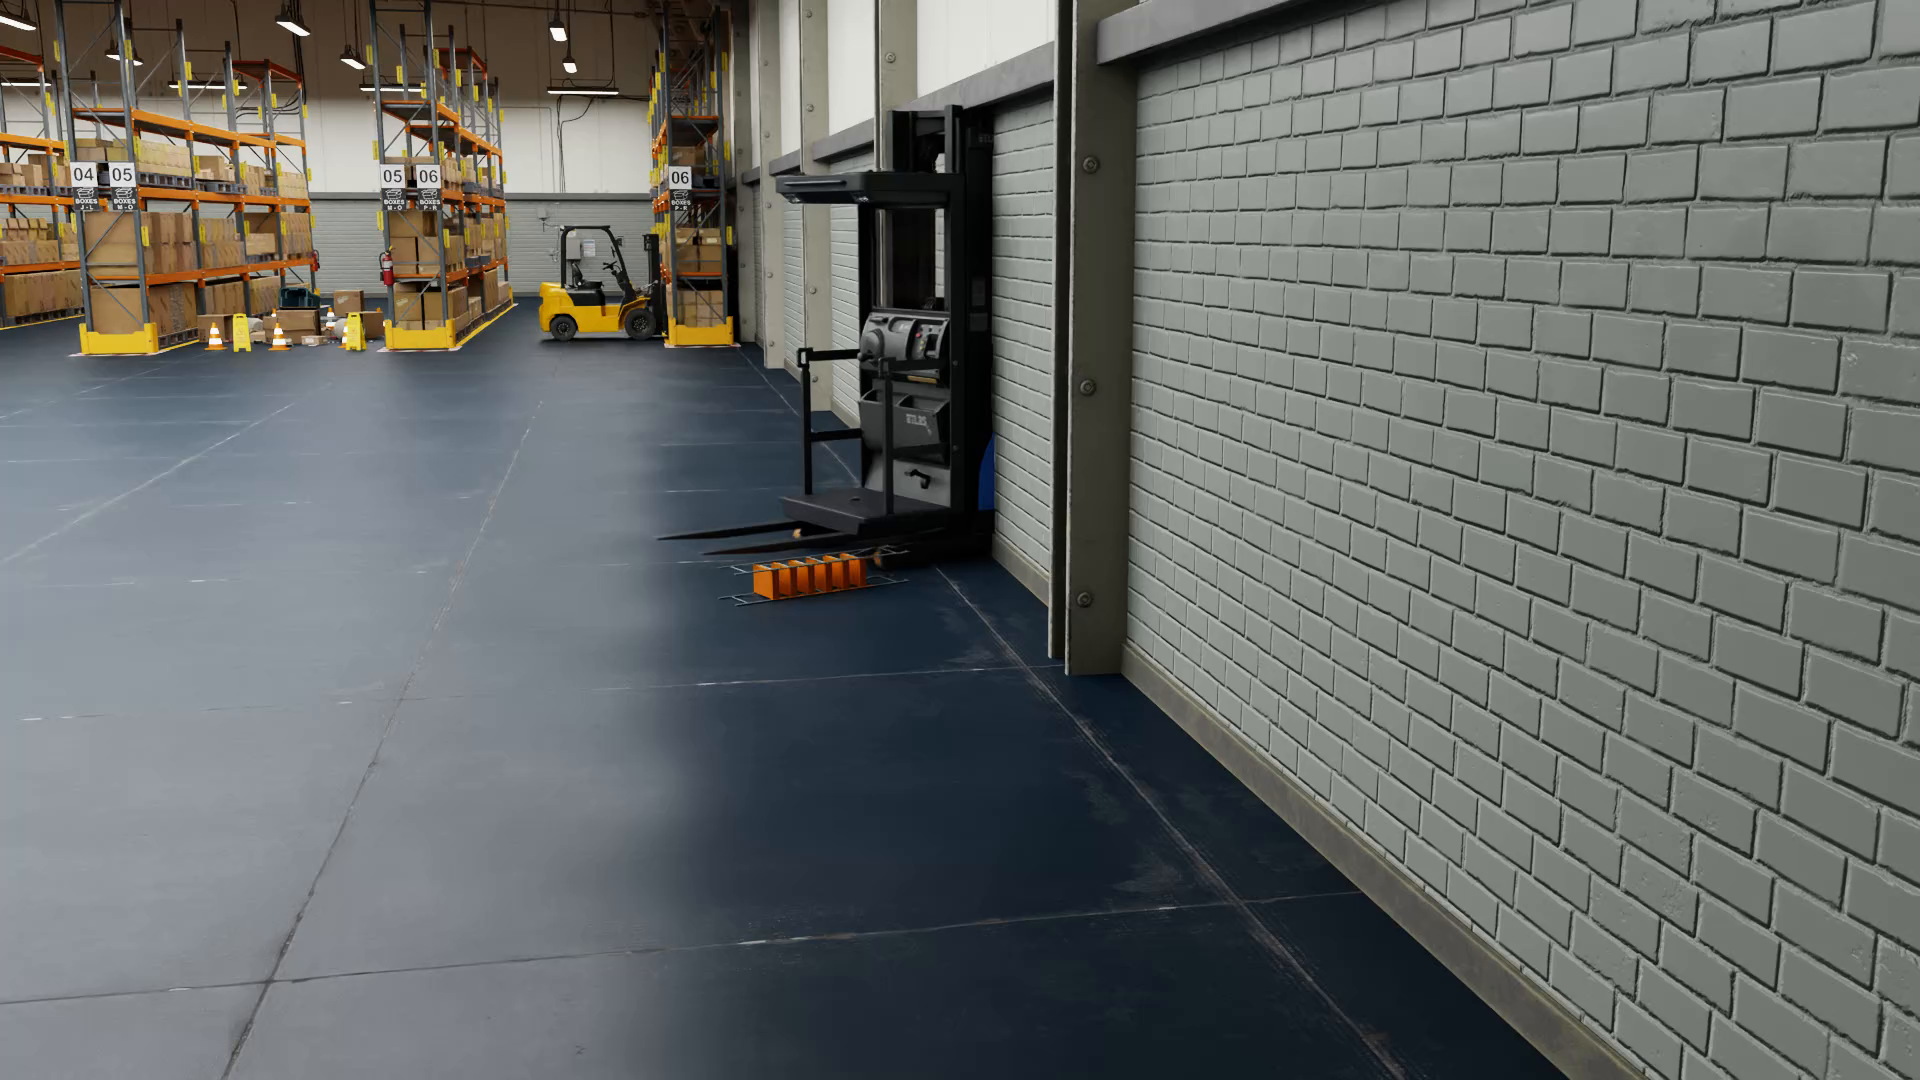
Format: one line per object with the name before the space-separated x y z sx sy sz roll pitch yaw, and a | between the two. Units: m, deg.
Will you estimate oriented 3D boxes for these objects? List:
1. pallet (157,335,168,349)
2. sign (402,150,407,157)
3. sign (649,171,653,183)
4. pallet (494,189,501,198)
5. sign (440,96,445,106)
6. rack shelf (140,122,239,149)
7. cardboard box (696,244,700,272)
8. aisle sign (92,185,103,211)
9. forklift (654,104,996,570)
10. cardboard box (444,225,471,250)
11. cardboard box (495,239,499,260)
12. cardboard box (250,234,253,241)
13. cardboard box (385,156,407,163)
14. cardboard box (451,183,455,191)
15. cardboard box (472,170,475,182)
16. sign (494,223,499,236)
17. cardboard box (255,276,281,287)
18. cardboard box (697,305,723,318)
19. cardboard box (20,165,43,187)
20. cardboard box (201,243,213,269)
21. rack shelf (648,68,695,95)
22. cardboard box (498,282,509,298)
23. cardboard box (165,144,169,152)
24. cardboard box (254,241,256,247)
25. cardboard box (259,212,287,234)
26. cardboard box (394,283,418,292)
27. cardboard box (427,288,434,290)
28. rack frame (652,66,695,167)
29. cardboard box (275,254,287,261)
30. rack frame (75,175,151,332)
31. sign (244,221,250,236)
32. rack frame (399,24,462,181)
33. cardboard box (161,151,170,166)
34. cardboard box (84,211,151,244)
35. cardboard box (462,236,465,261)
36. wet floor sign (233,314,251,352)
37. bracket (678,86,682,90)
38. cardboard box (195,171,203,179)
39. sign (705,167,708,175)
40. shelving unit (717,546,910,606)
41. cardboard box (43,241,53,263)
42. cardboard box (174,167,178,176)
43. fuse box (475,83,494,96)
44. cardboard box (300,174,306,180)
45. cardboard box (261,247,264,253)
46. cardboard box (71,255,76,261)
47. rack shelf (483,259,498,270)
pallet | -14.710 -3.483 29.431 1.003 0.211 1.213 -2 11 -11
sign | -10.964 -7.541 32.837 0.100 0.325 0.005 -2 11 -11
sign | -8.418 -9.906 45.361 0.100 0.325 0.005 -2 11 -11
pallet | -12.359 -8.912 42.712 1.003 0.211 1.213 -2 11 -11
sign | -12.525 -10.576 40.276 0.100 0.325 0.005 -2 11 -11
rack shelf | -15.645 -8.207 33.740 1.077 0.370 4.000 -2 11 -11
cardboard box | -4.721 -5.334 31.429 0.500 0.500 0.500 -2 11 -9
aisle sign | -22.194 -8.783 42.866 0.394 0.787 0.004 -2 11 -11
forklift | -0.541 -1.356 10.979 3.031 2.935 1.130 -8 13 -36
cardboard box | -10.230 -6.139 33.742 0.500 0.500 0.500 -2 11 -10
cardboard box | -11.810 -7.253 41.514 0.500 0.500 0.500 -2 11 -9
cardboard box | -16.083 -6.786 37.285 0.380 0.149 0.250 -3 11 -13
cardboard box | -9.998 -6.701 29.396 0.380 0.149 0.250 -2 11 -10
cardboard box | -9.873 -6.755 31.815 0.380 0.149 0.250 -2 11 -9
cardboard box | -10.240 -7.462 34.135 0.500 0.250 0.500 -2 11 -12
sign | -11.446 -7.660 41.033 0.100 0.325 0.005 -2 11 -11
cardboard box | -16.419 -6.129 39.433 0.500 0.250 0.500 -2 11 -13
cardboard box | -4.662 -4.284 31.074 0.500 0.250 0.500 -2 11 -10
cardboard box | -21.574 -8.371 38.242 0.700 0.500 0.500 -2 11 -10
cardboard box | -15.094 -5.598 32.818 0.500 0.500 0.500 -2 11 -10
rack shelf | -7.497 -11.883 43.096 1.077 0.370 4.000 -2 11 -11
cardboard box | -12.528 -6.672 44.459 0.875 0.438 0.875 -3 11 -13
cardboard box | -14.576 -7.106 30.134 0.380 0.149 0.250 -2 11 -10
cardboard box | -16.138 -6.692 37.585 0.380 0.149 0.250 -2 11 -11
cardboard box | -16.661 -7.688 40.329 0.500 0.500 0.500 -2 11 -10
cardboard box | -10.191 -4.652 30.608 0.380 0.149 0.250 -2 11 -9
cardboard box | -10.355 -4.554 31.826 0.500 0.500 0.500 -2 11 -8
rack frame | -7.108 -10.237 41.412 1.000 3.000 0.127 -2 11 -11
cardboard box | -16.546 -6.850 40.337 0.380 0.149 0.250 -2 11 -9
rack frame | -14.478 -4.709 28.415 1.000 3.000 0.127 -2 11 -11
sign | -15.490 -6.766 36.124 0.100 0.325 0.005 -2 11 -11
rack frame | -10.420 -8.588 32.751 1.000 3.000 0.127 -2 11 -11
cardboard box | -14.616 -6.886 30.044 0.500 0.250 0.500 -2 11 -11
cardboard box | -14.512 -5.383 28.665 0.875 0.550 0.550 -2 11 -11
cardboard box | -10.090 -5.764 32.894 0.500 0.500 0.500 -2 11 -12
wet floor sign | -12.530 -3.619 28.985 0.267 0.644 0.232 -4 12 -21
bracket | -8.416 -13.764 50.316 0.235 0.232 0.430 -2 11 -11
cardboard box | -15.214 -7.247 33.010 0.250 0.149 0.380 -2 11 -11
sign | -5.784 -8.341 37.881 0.100 0.325 0.005 -2 11 -11
shelving unit | -0.874 0.209 10.078 1.200 0.189 0.258 -7 13 -34
cardboard box | -21.248 -6.630 38.242 0.500 0.500 0.500 -2 11 -9
cardboard box | -14.674 -6.807 30.695 0.380 0.149 0.250 -2 11 -10
fuse box | -14.117 -13.380 49.370 0.513 0.334 0.176 -2 11 -11
cardboard box | -17.237 -9.434 43.218 0.380 0.149 0.250 -2 11 -12
cardboard box | -16.284 -6.688 38.363 0.380 0.149 0.250 -2 11 -9
cardboard box | -21.531 -6.787 40.007 0.380 0.149 0.250 -2 11 -9
rack shelf | -11.587 -6.388 39.161 1.077 0.370 4.000 -2 11 -11
